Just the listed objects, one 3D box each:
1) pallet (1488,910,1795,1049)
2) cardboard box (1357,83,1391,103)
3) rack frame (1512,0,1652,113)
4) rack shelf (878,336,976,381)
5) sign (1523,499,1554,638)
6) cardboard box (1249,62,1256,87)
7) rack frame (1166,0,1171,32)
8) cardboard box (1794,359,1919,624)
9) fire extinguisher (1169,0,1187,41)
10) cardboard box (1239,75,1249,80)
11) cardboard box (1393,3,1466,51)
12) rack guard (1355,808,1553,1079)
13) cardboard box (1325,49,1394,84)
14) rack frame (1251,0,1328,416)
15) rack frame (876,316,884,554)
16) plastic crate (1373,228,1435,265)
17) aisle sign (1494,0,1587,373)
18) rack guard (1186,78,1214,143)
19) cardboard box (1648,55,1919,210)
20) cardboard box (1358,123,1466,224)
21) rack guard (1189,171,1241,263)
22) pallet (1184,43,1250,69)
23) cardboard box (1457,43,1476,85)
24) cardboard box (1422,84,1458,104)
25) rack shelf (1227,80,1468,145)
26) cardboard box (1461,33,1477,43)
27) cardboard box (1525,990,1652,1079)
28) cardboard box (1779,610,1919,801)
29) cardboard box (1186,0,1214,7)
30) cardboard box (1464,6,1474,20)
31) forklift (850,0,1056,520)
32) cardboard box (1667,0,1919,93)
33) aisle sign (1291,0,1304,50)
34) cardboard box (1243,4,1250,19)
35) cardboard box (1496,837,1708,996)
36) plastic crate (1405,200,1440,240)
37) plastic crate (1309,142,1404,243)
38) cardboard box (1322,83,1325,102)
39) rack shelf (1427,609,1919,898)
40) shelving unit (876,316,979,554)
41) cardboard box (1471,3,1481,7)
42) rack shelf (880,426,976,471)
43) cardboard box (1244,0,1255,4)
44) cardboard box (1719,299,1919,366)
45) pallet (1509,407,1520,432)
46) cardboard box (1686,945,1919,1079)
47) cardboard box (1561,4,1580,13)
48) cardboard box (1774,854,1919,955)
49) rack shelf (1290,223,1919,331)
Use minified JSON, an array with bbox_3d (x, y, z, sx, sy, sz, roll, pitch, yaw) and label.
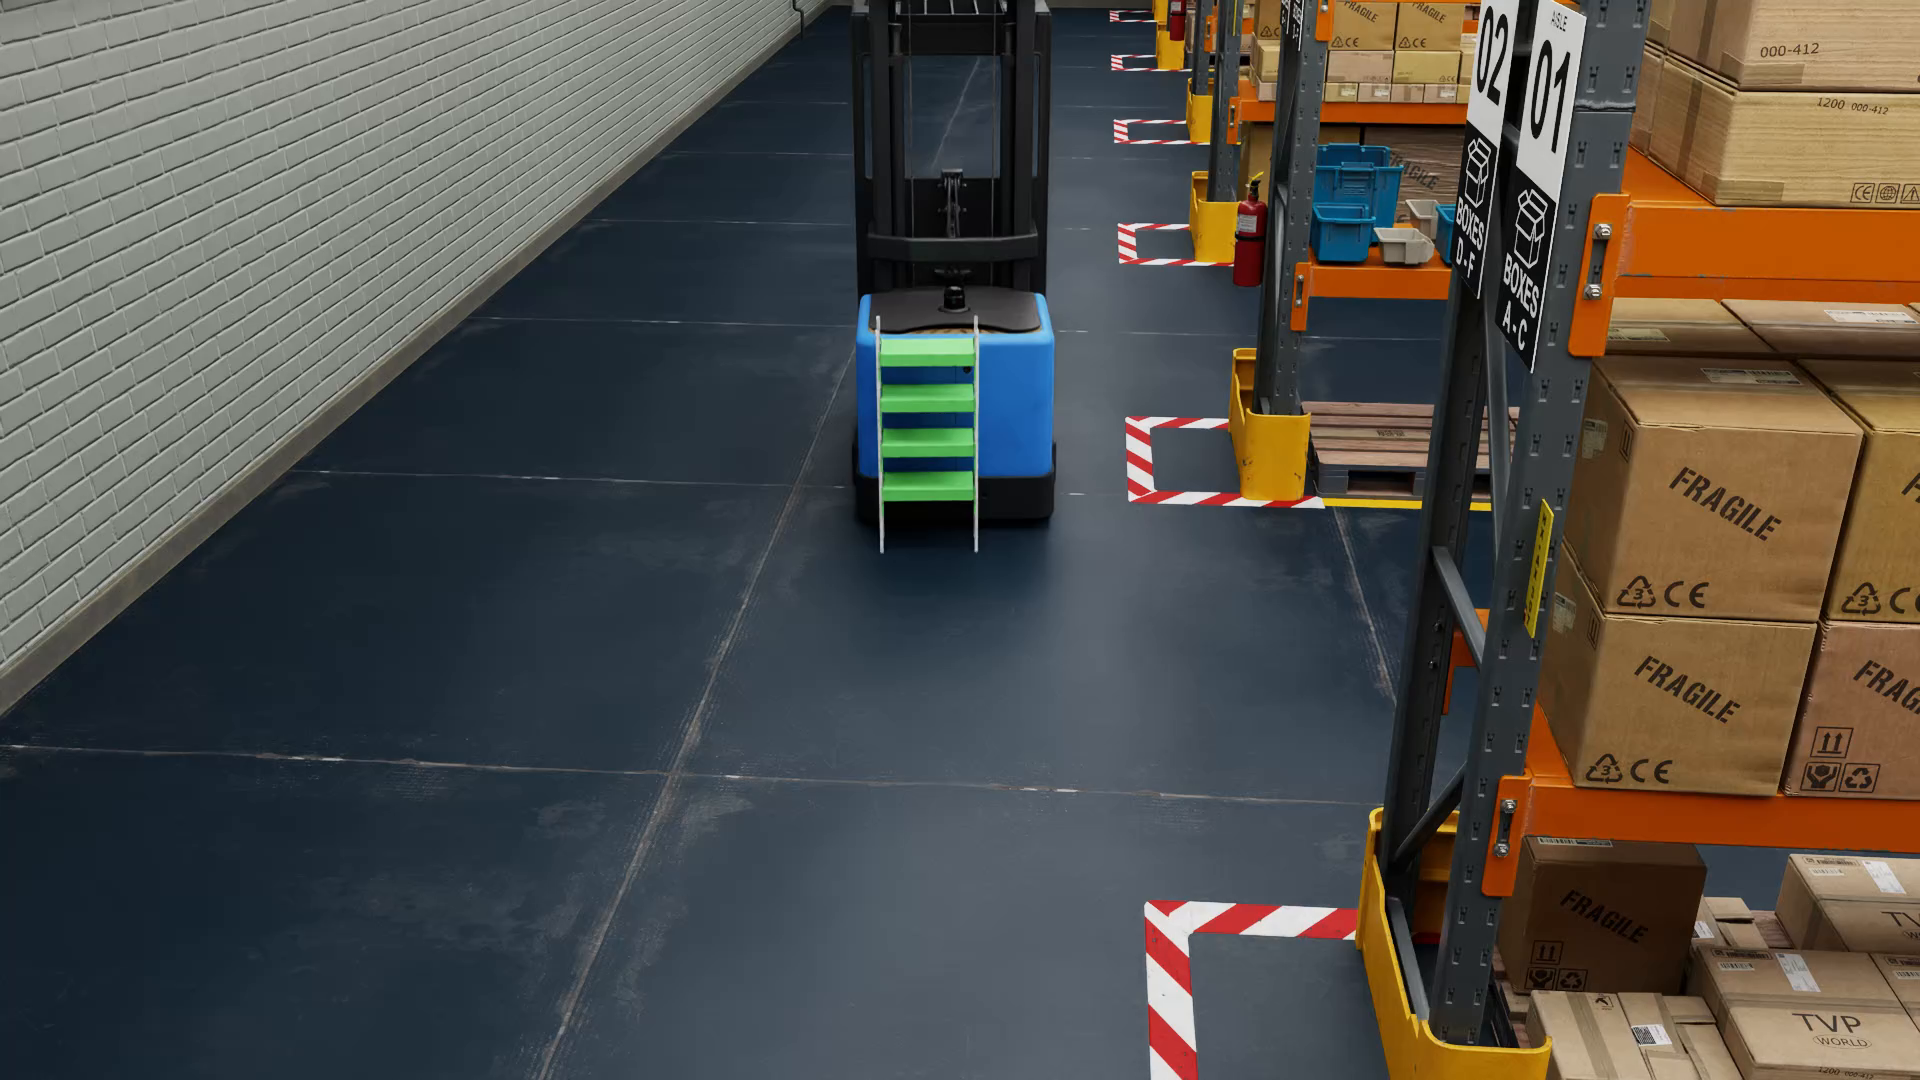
[{"bbox_3d":[2.293,1.531,5.171,1.213,0.211,1.003,2,25,4],"label":"pallet"},{"bbox_3d":[3.285,-3.606,13.299,0.250,0.149,0.380,1,25,3],"label":"cardboard box"},{"bbox_3d":[1.423,-2.489,3.394,0.127,3.000,1.000,2,25,4],"label":"rack frame"},{"bbox_3d":[-0.162,-0.904,8.283,0.480,0.148,0.258,-1,25,-1],"label":"rack shelf"},{"bbox_3d":[1.381,0.069,3.976,0.005,0.325,0.100,2,25,4],"label":"sign"},{"bbox_3d":[2.565,-3.904,13.947,0.250,0.149,0.380,2,25,5],"label":"cardboard box"},{"bbox_3d":[2.943,-8.023,22.597,0.127,3.000,1.000,2,25,4],"label":"rack frame"},{"bbox_3d":[2.367,-0.126,4.119,0.500,0.500,0.500,2,25,5],"label":"cardboard box"},{"bbox_3d":[2.449,-5.952,18.636,0.183,0.674,0.296,2,25,4],"label":"fire extinguisher"},{"bbox_3d":[3.162,-4.964,18.146,0.250,0.149,0.380,1,25,2],"label":"cardboard box"},{"bbox_3d":[3.658,-4.142,13.090,0.500,0.500,0.500,1,25,3],"label":"cardboard box"},{"bbox_3d":[1.498,1.374,5.165,0.348,0.500,1.175,2,25,4],"label":"rack guard"},{"bbox_3d":[3.161,-3.818,13.282,0.500,0.250,0.500,2,25,3],"label":"cardboard box"},{"bbox_3d":[1.805,-1.828,9.134,0.127,3.000,1.000,2,25,4],"label":"rack frame"},{"bbox_3d":[-0.406,-0.523,8.452,0.015,1.200,0.240,-1,25,-1],"label":"rack frame"},{"bbox_3d":[2.340,-1.546,8.764,0.298,0.136,0.250,2,25,4],"label":"plastic crate"},{"bbox_3d":[1.332,-0.824,3.843,0.004,0.787,0.394,2,25,4],"label":"aisle sign"},{"bbox_3d":[2.741,-4.818,18.624,0.348,0.500,1.175,2,25,4],"label":"rack guard"},{"bbox_3d":[1.915,-0.936,3.786,0.500,0.250,0.500,2,25,4],"label":"cardboard box"},{"bbox_3d":[3.736,-3.102,13.942,0.875,0.875,0.875,2,25,4],"label":"cardboard box"},{"bbox_3d":[2.161,-2.758,14.145,0.348,0.500,1.175,2,25,4],"label":"rack guard"},{"bbox_3d":[3.747,-6.763,23.195,1.213,0.211,1.003,2,25,4],"label":"pallet"},{"bbox_3d":[4.183,-3.786,13.212,0.500,0.250,0.500,1,25,3],"label":"cardboard box"},{"bbox_3d":[3.796,-3.589,13.262,0.250,0.149,0.380,2,25,3],"label":"cardboard box"},{"bbox_3d":[4.179,-3.502,13.632,4.000,0.370,1.077,2,25,4],"label":"rack shelf"},{"bbox_3d":[4.221,-4.007,13.693,0.500,0.250,0.500,2,25,4],"label":"cardboard box"},{"bbox_3d":[1.814,1.488,4.812,0.250,0.149,0.380,2,25,4],"label":"cardboard box"},{"bbox_3d":[2.360,0.329,4.326,0.500,0.500,0.500,2,25,3],"label":"cardboard box"},{"bbox_3d":[3.922,-9.089,27.399,0.637,0.503,0.797,1,25,2],"label":"cardboard box"},{"bbox_3d":[5.295,-5.637,17.712,0.250,0.149,0.380,1,25,2],"label":"cardboard box"},{"bbox_3d":[-0.054,-2.008,9.608,1.130,2.935,3.031,-1,25,-1],"label":"forklift"},{"bbox_3d":[1.915,-1.160,3.676,0.500,0.250,0.500,2,25,4],"label":"cardboard box"},{"bbox_3d":[1.711,-2.888,8.327,0.004,0.787,0.394,2,25,4],"label":"aisle sign"},{"bbox_3d":[2.963,-5.695,17.839,0.250,0.149,0.380,2,25,4],"label":"cardboard box"},{"bbox_3d":[1.984,1.087,5.264,0.500,0.500,0.500,2,25,4],"label":"cardboard box"},{"bbox_3d":[2.632,-1.785,9.284,0.243,0.136,0.396,2,25,4],"label":"plastic crate"},{"bbox_3d":[2.154,-1.939,9.260,0.499,0.435,0.616,2,25,4],"label":"plastic crate"},{"bbox_3d":[2.769,-3.622,13.333,0.250,0.149,0.380,1,25,3],"label":"cardboard box"},{"bbox_3d":[3.417,0.627,4.659,4.000,0.370,1.077,2,25,4],"label":"rack shelf"},{"bbox_3d":[-0.162,-0.526,8.457,0.503,1.200,0.258,-1,25,-1],"label":"shelving unit"},{"bbox_3d":[5.632,-5.924,17.560,0.500,0.500,0.500,1,25,3],"label":"cardboard box"},{"bbox_3d":[-0.162,-0.468,8.484,0.480,0.148,0.258,-1,25,-1],"label":"rack shelf"},{"bbox_3d":[3.092,-6.007,17.742,0.500,0.500,0.500,3,25,6],"label":"cardboard box"},{"bbox_3d":[2.391,-0.348,4.602,0.500,0.500,0.500,3,25,5],"label":"cardboard box"},{"bbox_3d":[3.838,-0.479,9.538,1.213,0.211,1.003,2,25,4],"label":"pallet"},{"bbox_3d":[2.441,1.437,4.801,0.500,0.250,0.500,2,25,4],"label":"cardboard box"},{"bbox_3d":[4.705,-4.328,13.493,0.500,0.500,0.500,1,25,2],"label":"cardboard box"},{"bbox_3d":[2.928,1.243,5.223,0.500,0.250,0.500,2,25,4],"label":"cardboard box"},{"bbox_3d":[3.800,-1.437,9.146,4.000,0.370,1.077,2,25,4],"label":"rack shelf"}]
